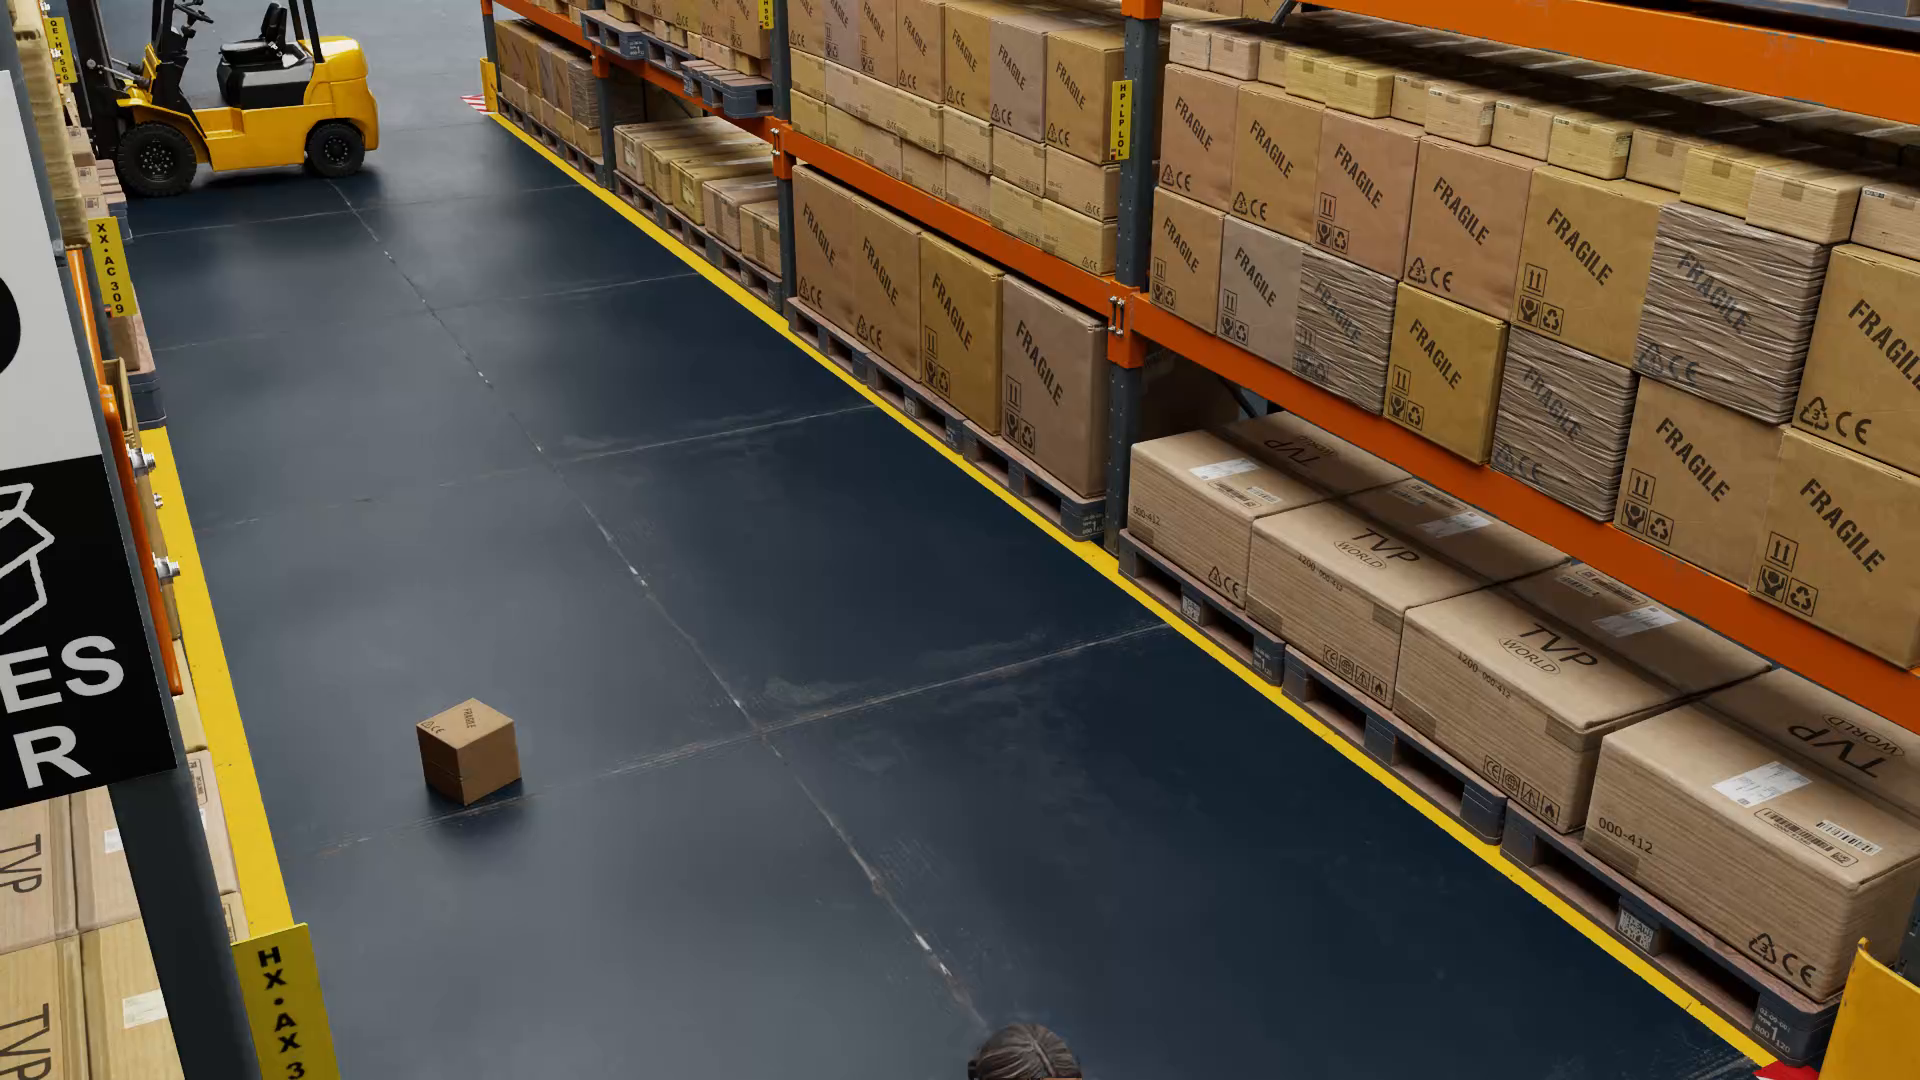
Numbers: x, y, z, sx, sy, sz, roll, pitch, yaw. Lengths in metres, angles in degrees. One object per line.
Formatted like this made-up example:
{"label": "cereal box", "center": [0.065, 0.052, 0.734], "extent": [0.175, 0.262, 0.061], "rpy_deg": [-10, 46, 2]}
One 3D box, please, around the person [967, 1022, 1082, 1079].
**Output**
{"label": "person", "center": [0.144, 1.516, 2.946], "extent": [0.595, 1.590, 0.988], "rpy_deg": [-7, 27, -14]}
